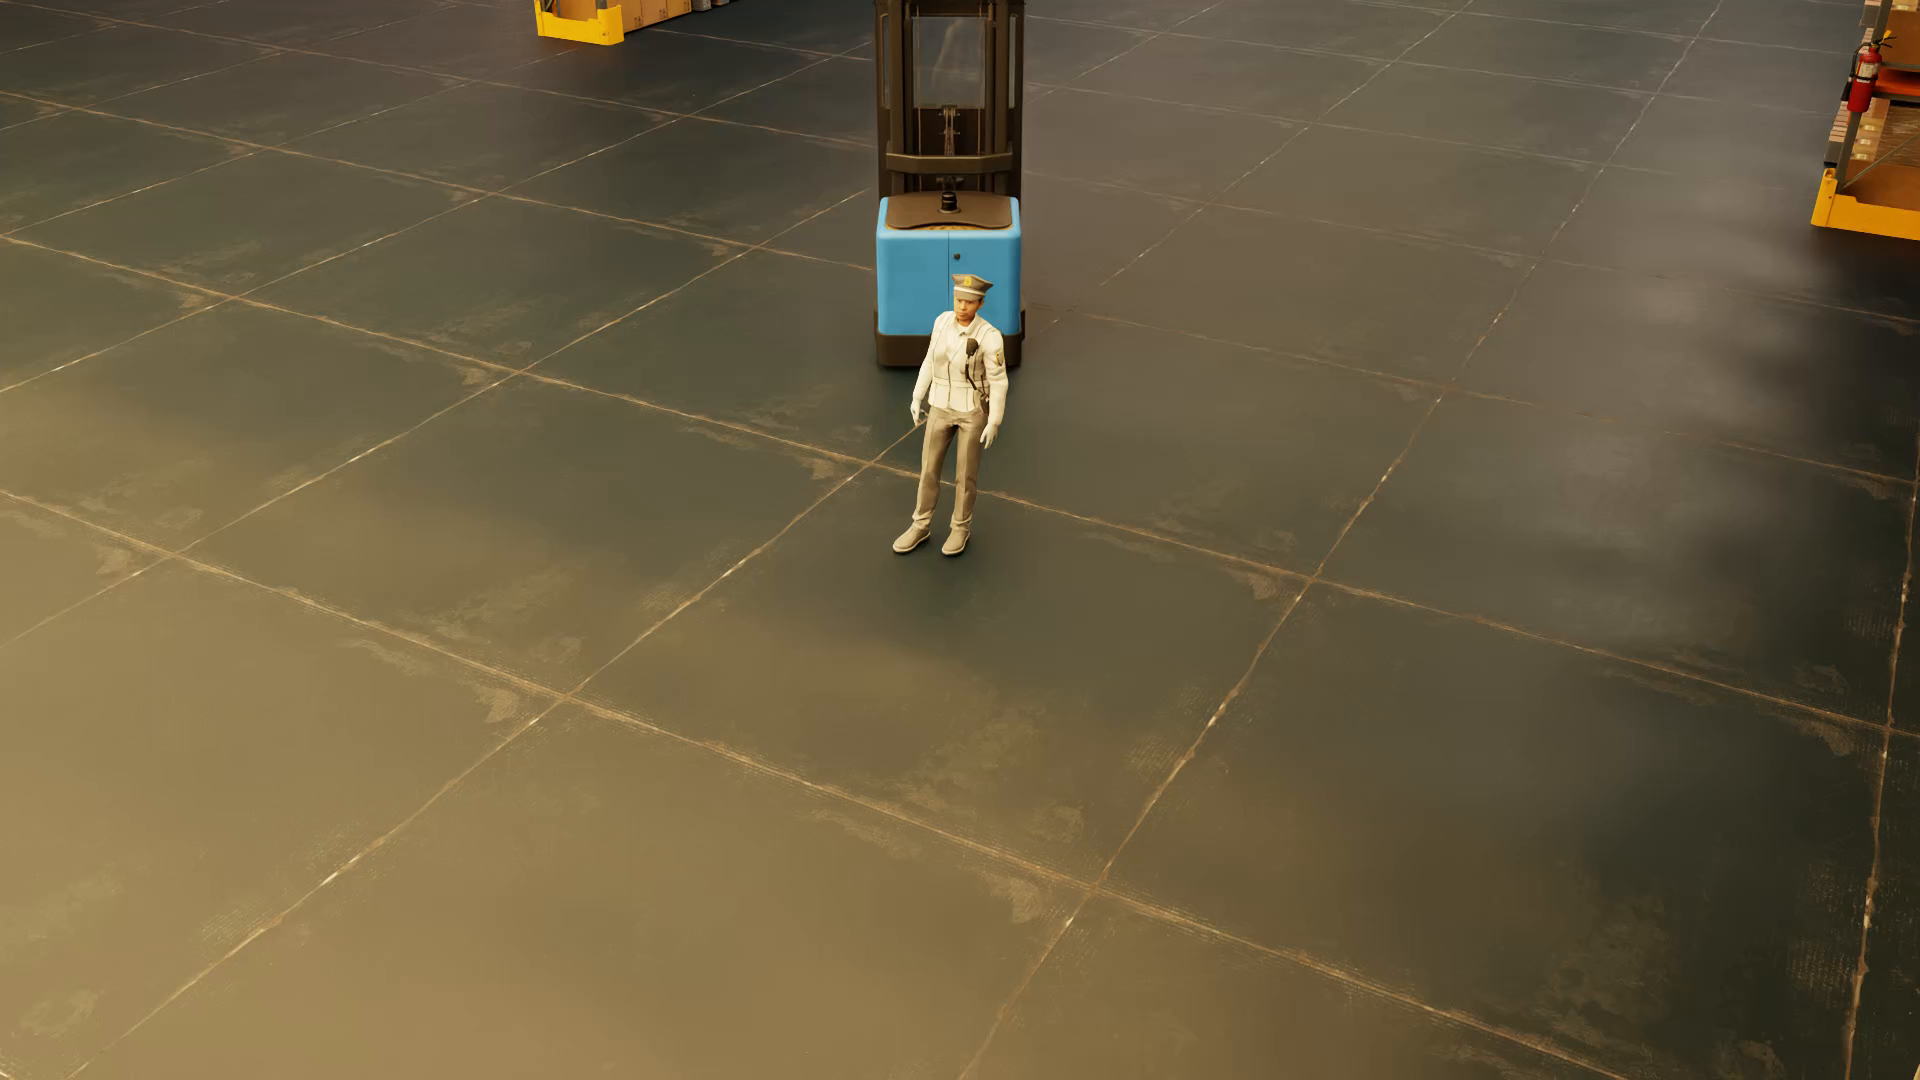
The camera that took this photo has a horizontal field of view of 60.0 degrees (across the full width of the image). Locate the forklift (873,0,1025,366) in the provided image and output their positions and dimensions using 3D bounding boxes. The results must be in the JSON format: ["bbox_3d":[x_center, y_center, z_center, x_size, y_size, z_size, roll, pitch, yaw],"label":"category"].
[{"bbox_3d":[-0.077,-3.222,12.653,1.130,2.935,3.031,0,30,0],"label":"forklift"}]

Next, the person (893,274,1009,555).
[{"bbox_3d":[-0.040,-0.712,9.527,0.586,1.694,0.530,15,33,25],"label":"person"}]
